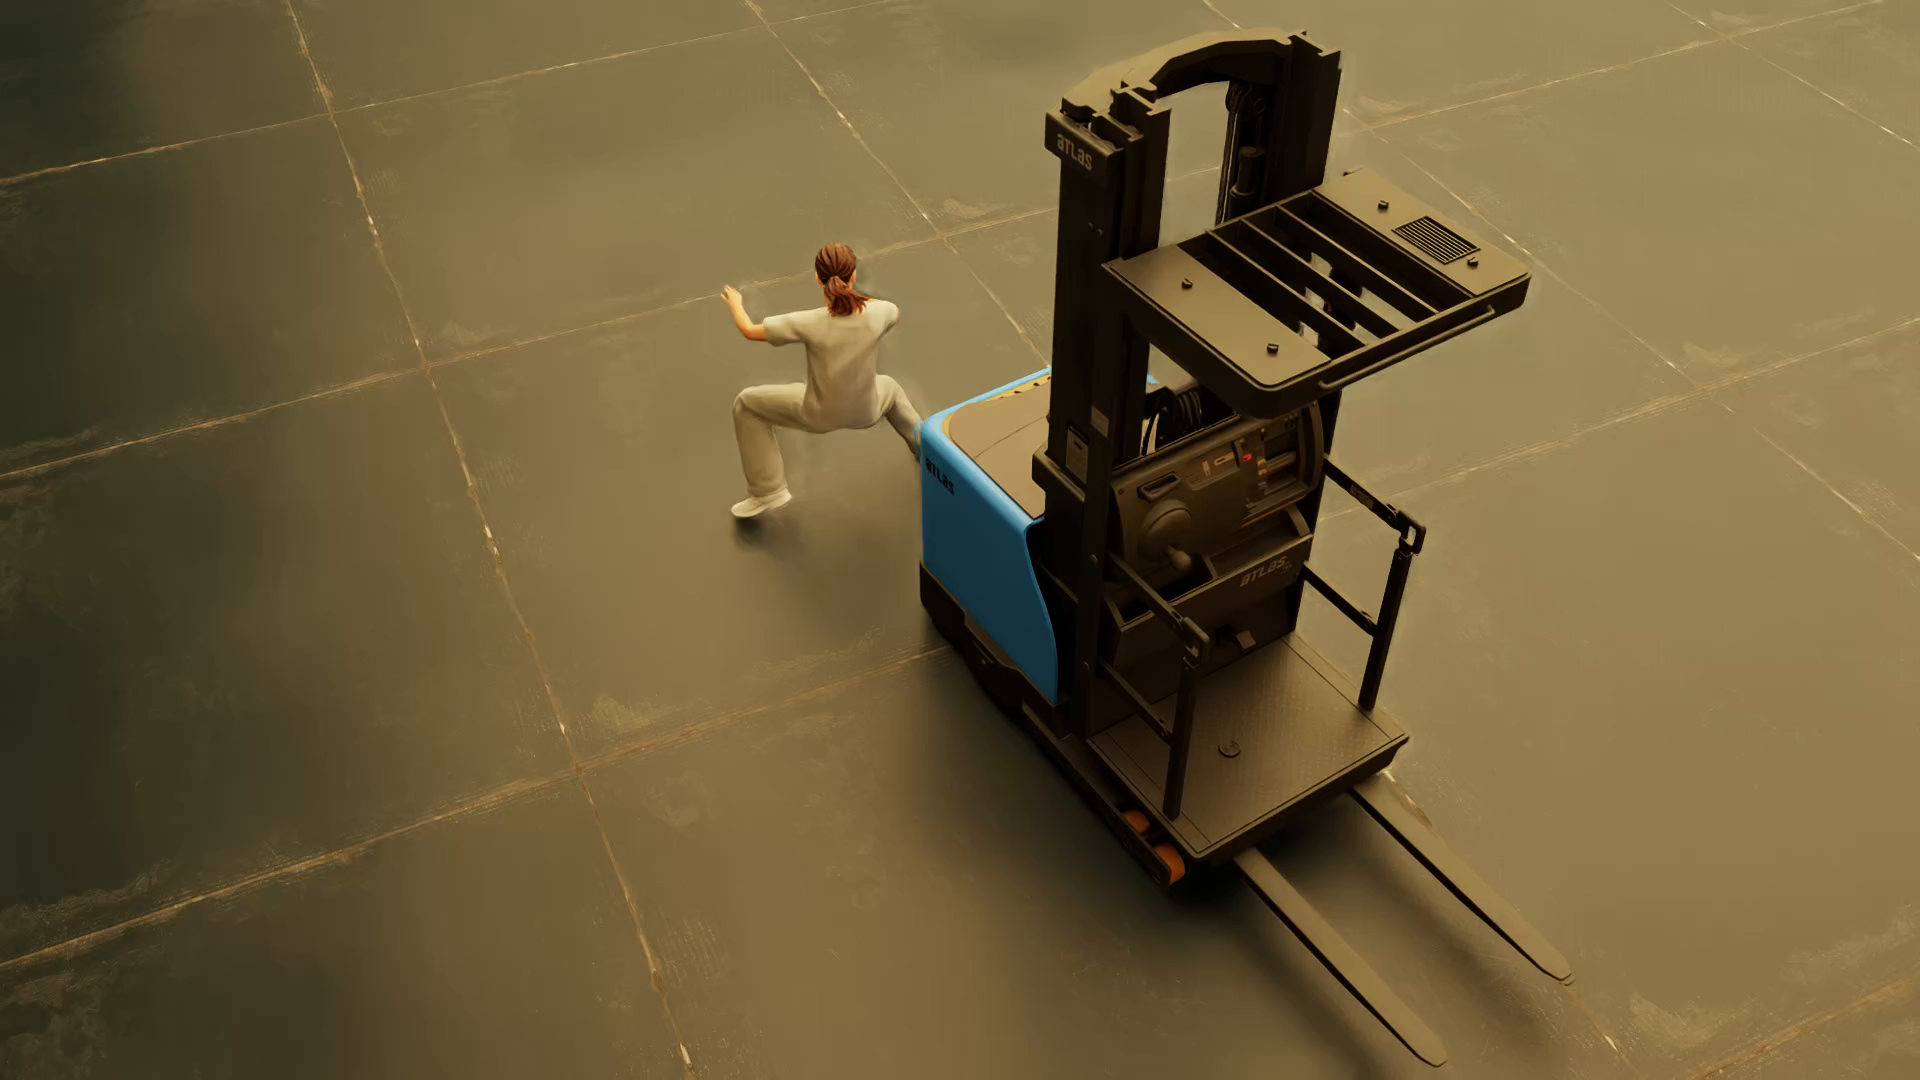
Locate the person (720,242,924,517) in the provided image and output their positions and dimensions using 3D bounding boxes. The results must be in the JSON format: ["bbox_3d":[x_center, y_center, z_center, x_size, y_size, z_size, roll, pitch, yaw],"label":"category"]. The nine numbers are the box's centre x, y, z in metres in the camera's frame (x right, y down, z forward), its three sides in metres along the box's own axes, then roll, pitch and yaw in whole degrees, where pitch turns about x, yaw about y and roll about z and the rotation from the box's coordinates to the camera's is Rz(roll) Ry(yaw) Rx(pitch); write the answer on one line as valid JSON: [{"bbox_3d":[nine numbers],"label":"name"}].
[{"bbox_3d":[-0.593,-0.774,7.607,1.070,1.426,0.650,-11,44,-11],"label":"person"}]

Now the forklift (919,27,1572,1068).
[{"bbox_3d":[1.051,-0.119,5.808,1.130,2.935,3.031,-24,48,-24],"label":"forklift"}]
